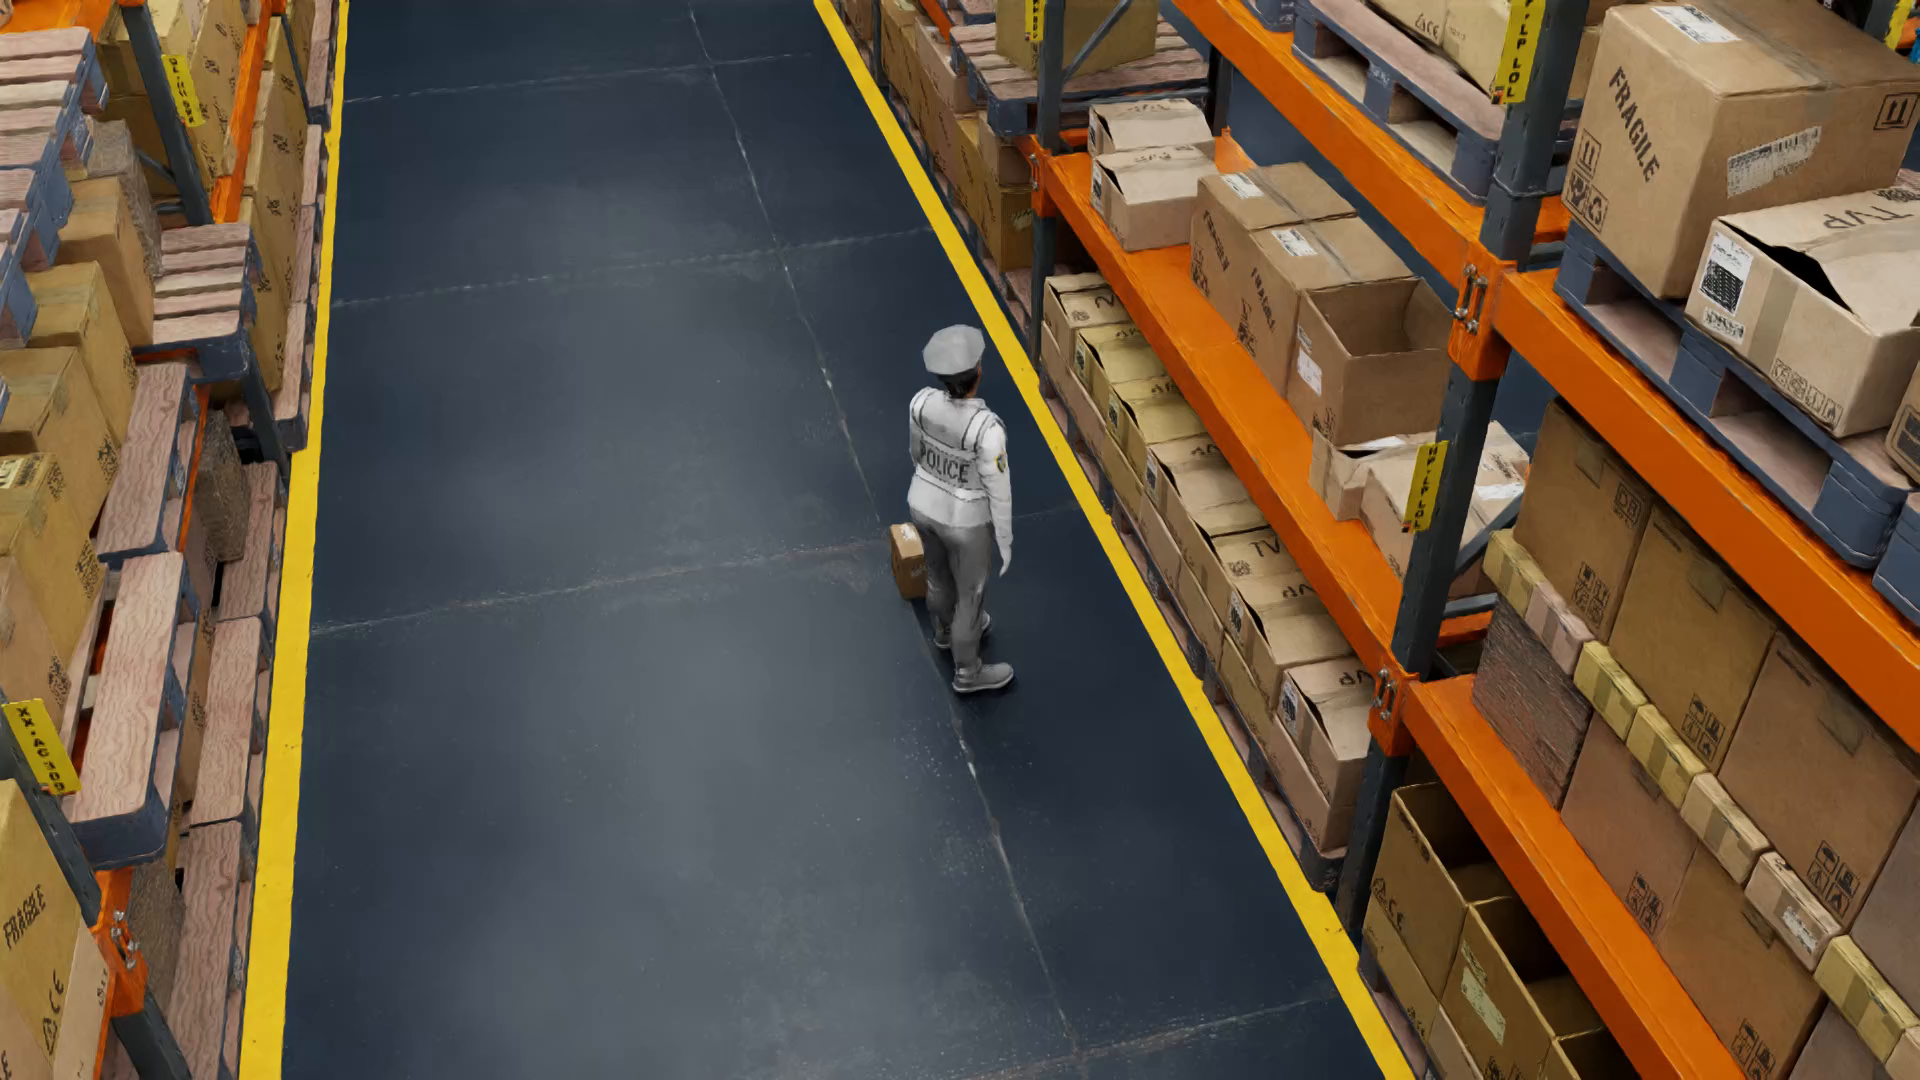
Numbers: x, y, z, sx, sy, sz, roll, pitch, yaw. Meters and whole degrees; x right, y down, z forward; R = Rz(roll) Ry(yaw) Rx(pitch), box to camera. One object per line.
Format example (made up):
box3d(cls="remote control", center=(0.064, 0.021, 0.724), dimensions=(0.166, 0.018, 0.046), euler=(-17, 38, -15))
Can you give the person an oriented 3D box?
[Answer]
box3d(cls="person", center=(0.047, -0.124, 6.825), dimensions=(0.532, 1.685, 0.470), euler=(26, 45, 29))
